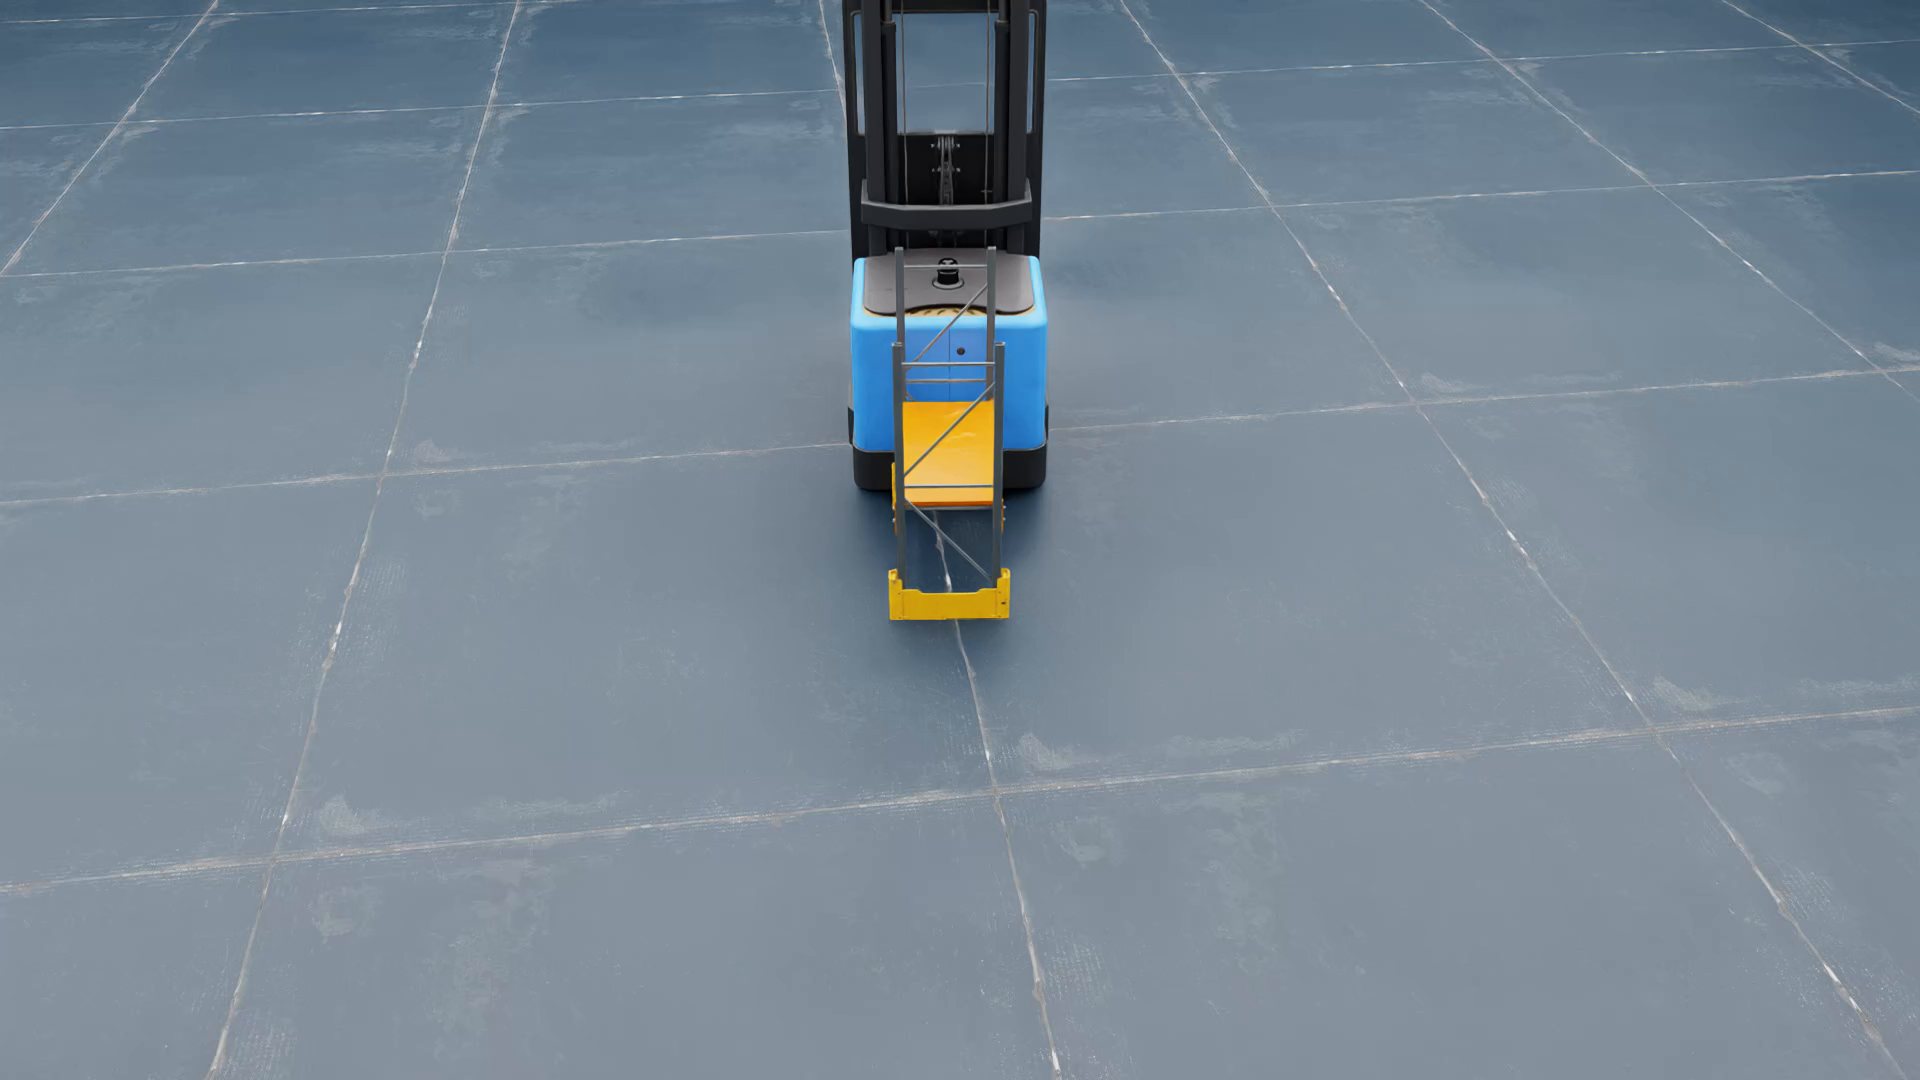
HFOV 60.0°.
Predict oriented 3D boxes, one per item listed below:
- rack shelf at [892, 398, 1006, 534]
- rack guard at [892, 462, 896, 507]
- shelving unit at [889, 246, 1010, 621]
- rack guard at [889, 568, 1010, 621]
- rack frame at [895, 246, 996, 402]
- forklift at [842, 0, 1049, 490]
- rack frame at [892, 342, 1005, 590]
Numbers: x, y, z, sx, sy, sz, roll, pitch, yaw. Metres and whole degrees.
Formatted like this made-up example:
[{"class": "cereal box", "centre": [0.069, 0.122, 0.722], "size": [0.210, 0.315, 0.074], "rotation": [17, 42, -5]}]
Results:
[{"class": "rack shelf", "centre": [-0.062, -0.386, 8.304], "size": [0.538, 0.185, 1.000], "rotation": [-1, 34, -1]}, {"class": "rack guard", "centre": [-0.071, -0.293, 8.959], "size": [0.587, 0.250, 0.087], "rotation": [-1, 34, -1]}, {"class": "shelving unit", "centre": [-0.062, -0.530, 8.195], "size": [0.587, 1.500, 1.083], "rotation": [-1, 34, -1]}, {"class": "rack guard", "centre": [-0.052, 0.267, 8.136], "size": [0.587, 0.250, 0.087], "rotation": [-1, 34, -1]}, {"class": "rack frame", "centre": [-0.072, -0.821, 8.623], "size": [0.500, 1.500, 0.032], "rotation": [-1, 34, -1]}, {"class": "forklift", "centre": [-0.089, -2.283, 9.498], "size": [1.130, 2.935, 3.031], "rotation": [-1, 34, -1]}, {"class": "rack frame", "centre": [-0.052, -0.248, 7.783], "size": [0.500, 1.500, 0.032], "rotation": [-1, 34, -1]}]
